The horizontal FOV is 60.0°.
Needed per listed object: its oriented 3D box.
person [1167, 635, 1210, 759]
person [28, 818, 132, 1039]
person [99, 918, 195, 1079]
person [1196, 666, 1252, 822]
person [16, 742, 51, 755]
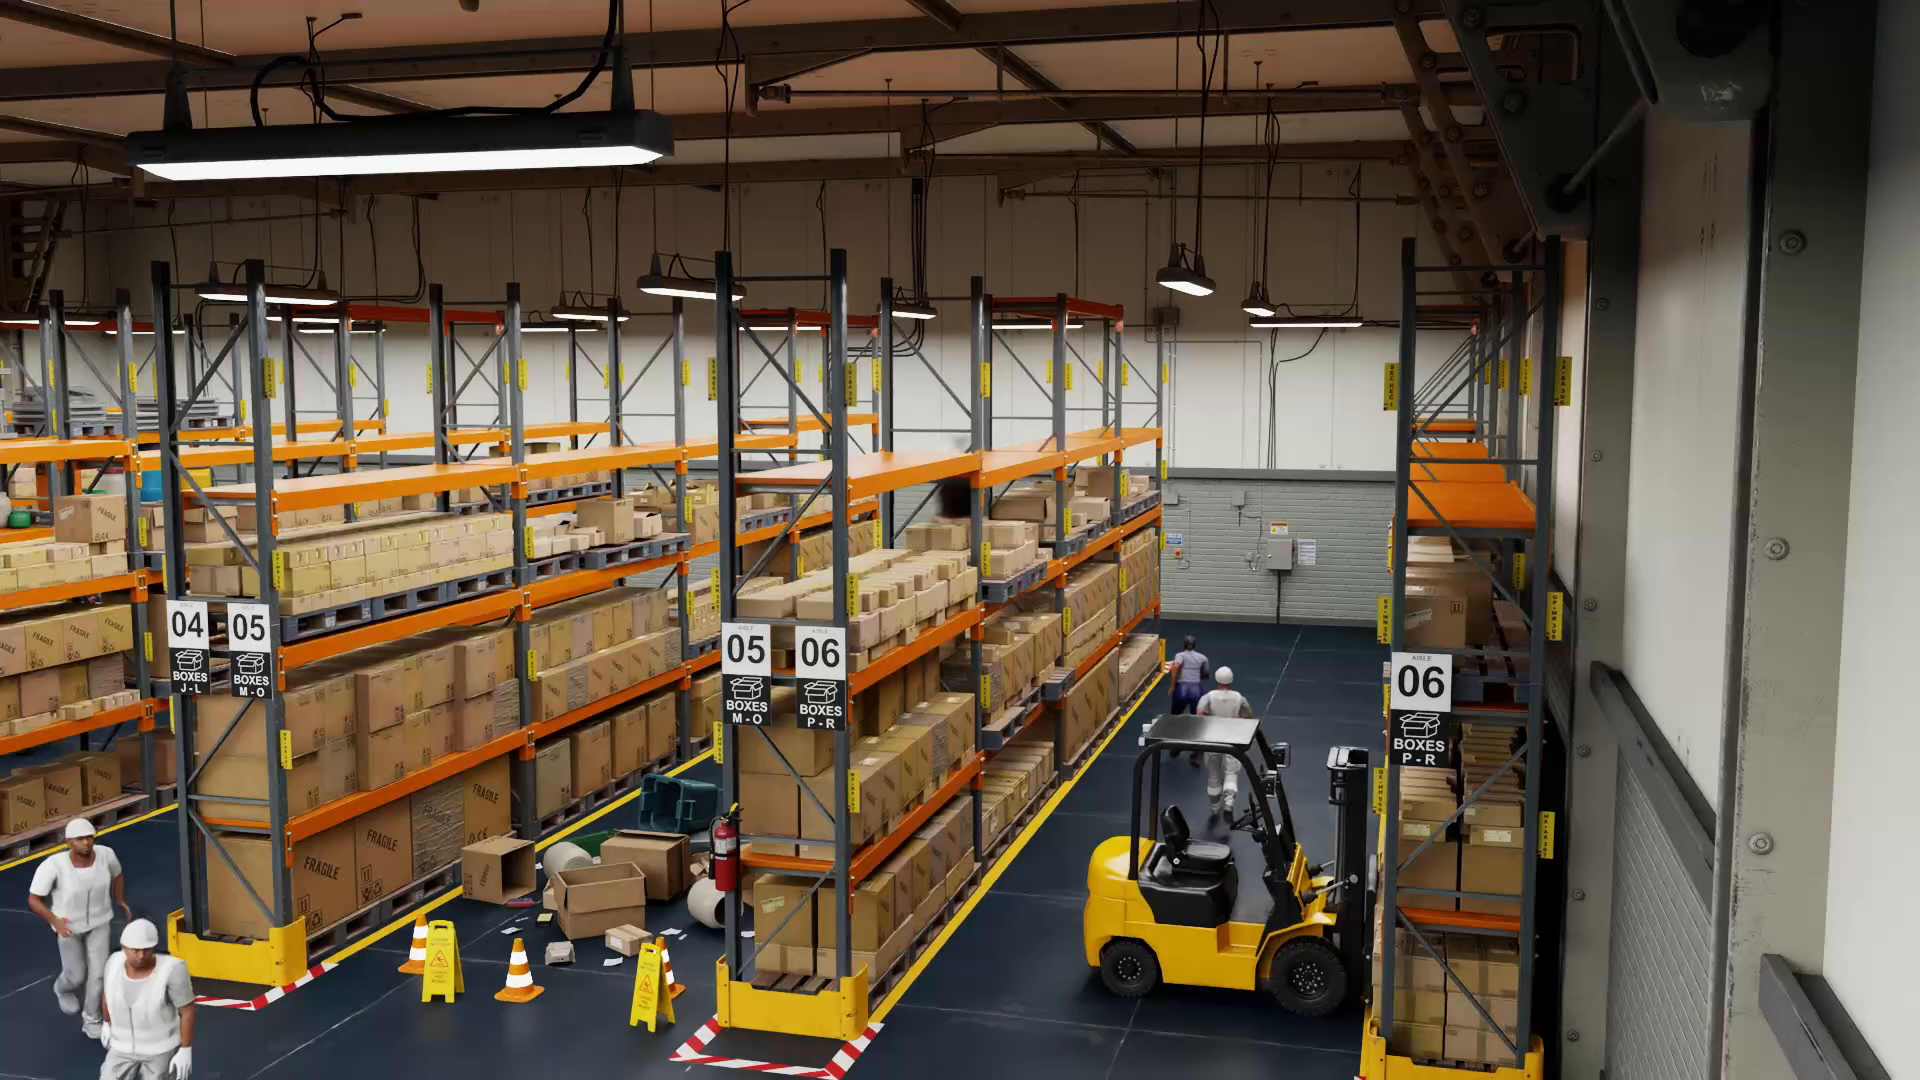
[{"bbox_3d":[3.002,2.076,21.826,0.603,1.625,0.942,0,6,-2],"label":"person"},{"bbox_3d":[-6.844,2.961,12.889,0.703,1.715,0.753,-6,8,-42],"label":"person"},{"bbox_3d":[-5.157,3.196,10.518,0.704,1.738,0.601,0,6,0],"label":"person"},{"bbox_3d":[2.948,2.285,18.685,0.657,1.763,1.000,1,6,9],"label":"person"},{"bbox_3d":[-12.434,2.068,21.942,0.629,1.562,0.856,-2,6,-14],"label":"person"}]
